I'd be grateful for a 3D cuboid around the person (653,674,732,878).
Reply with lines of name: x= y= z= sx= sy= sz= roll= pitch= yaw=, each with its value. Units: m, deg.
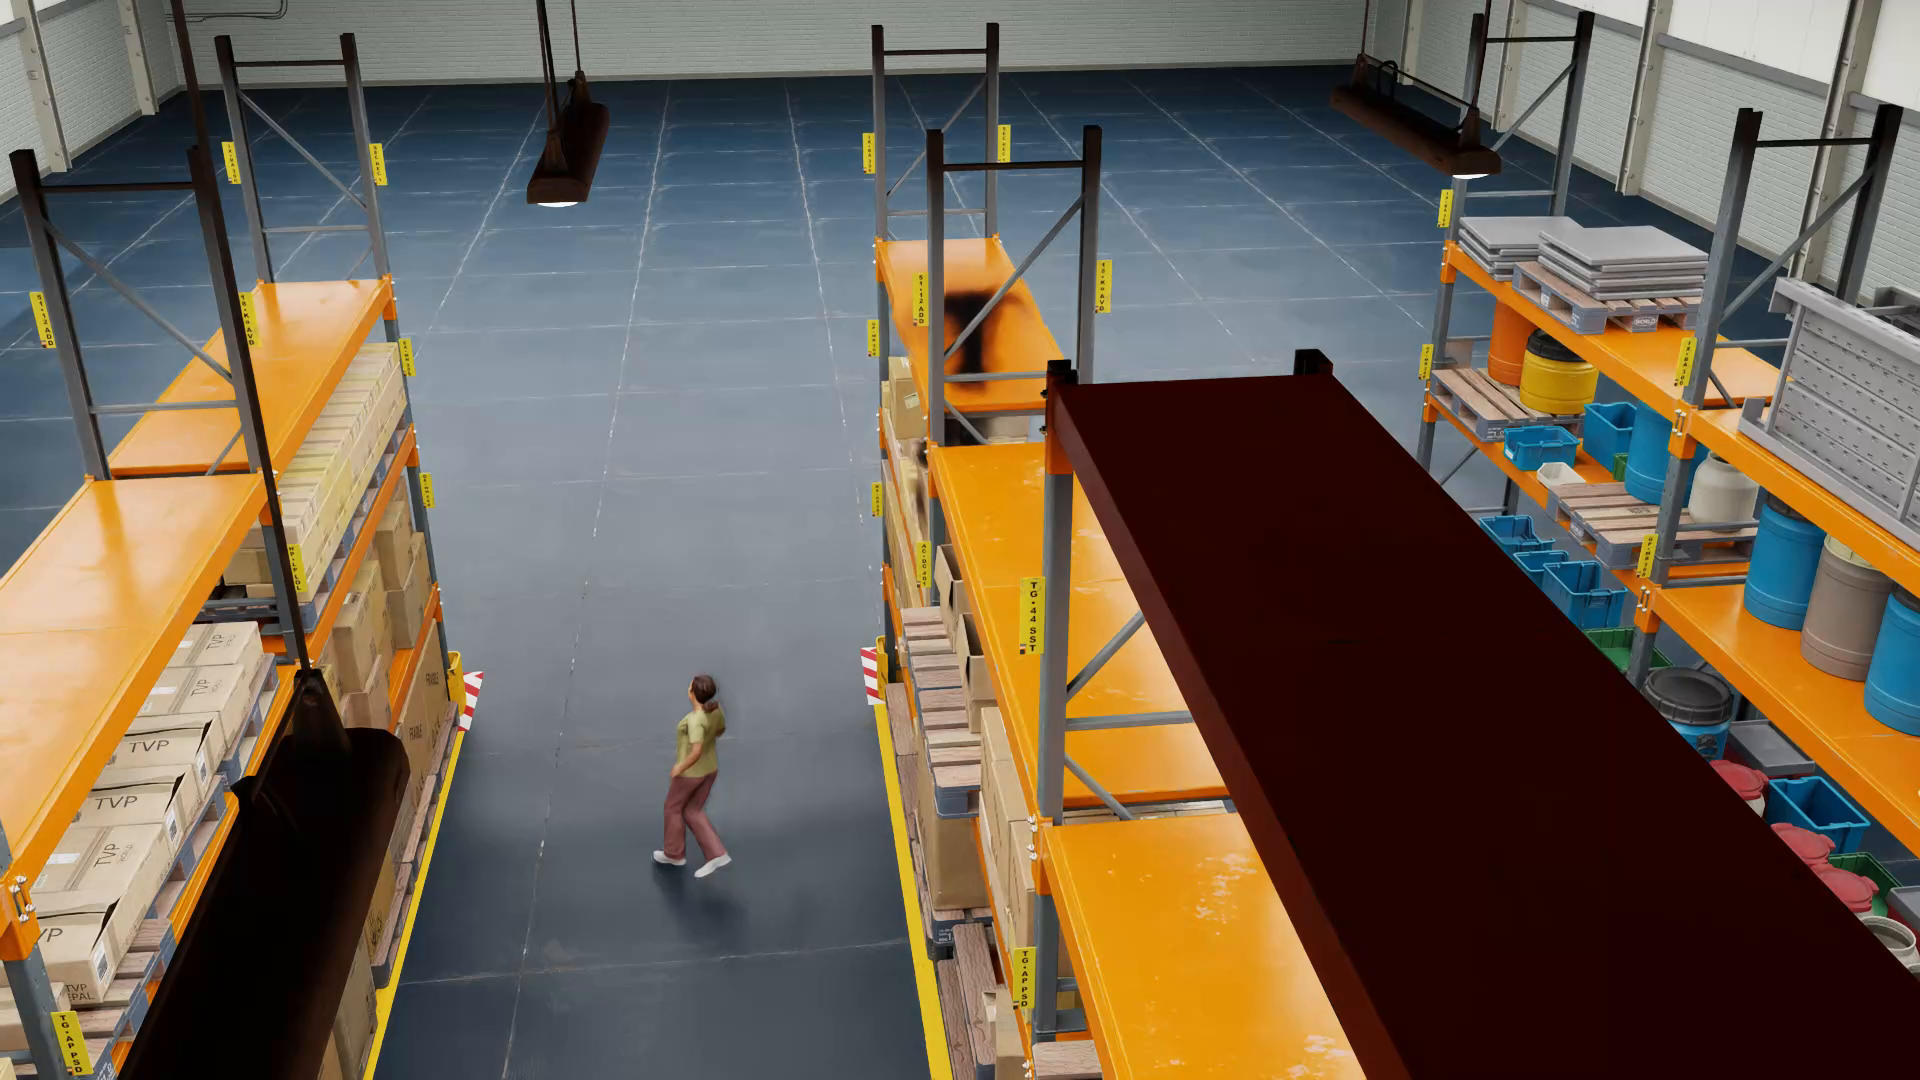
person: x=-2.026 y=1.790 z=12.849 sx=0.737 sy=1.633 sz=0.625 roll=14 pitch=29 yaw=28
